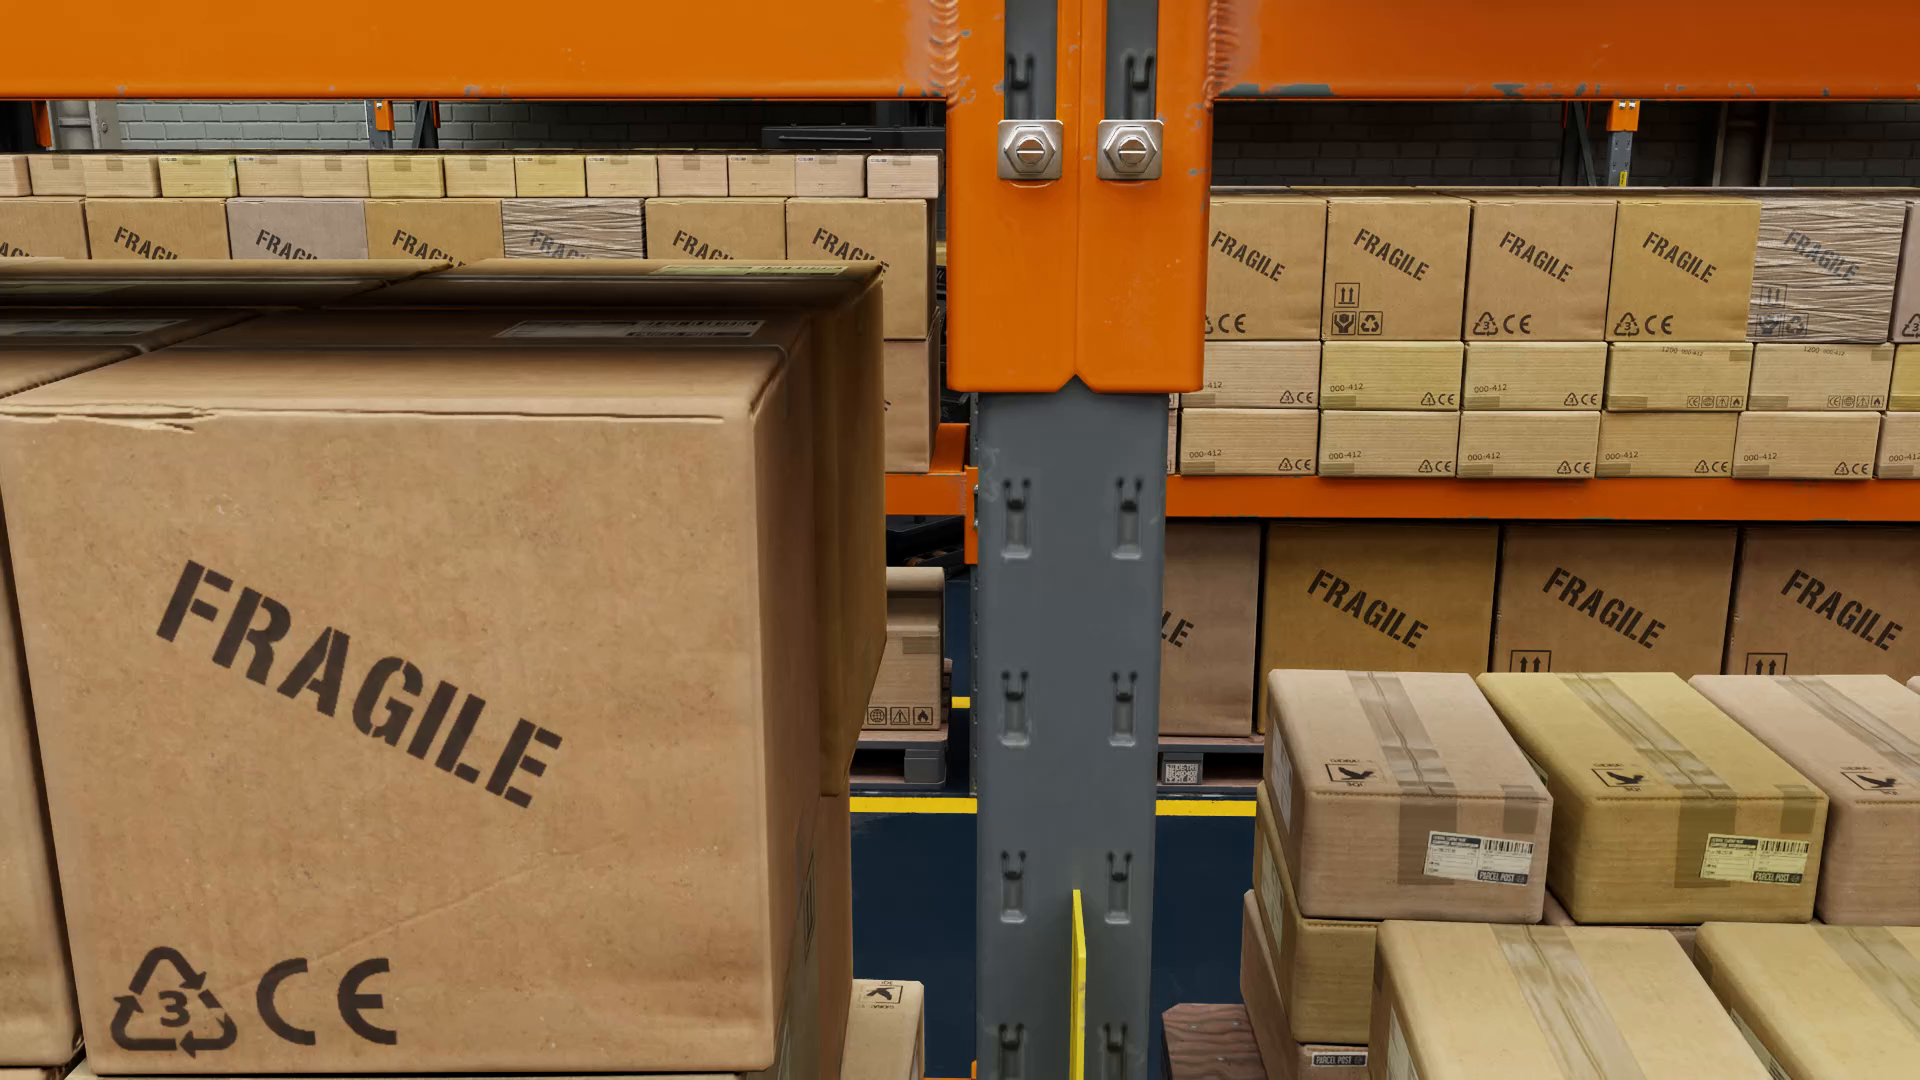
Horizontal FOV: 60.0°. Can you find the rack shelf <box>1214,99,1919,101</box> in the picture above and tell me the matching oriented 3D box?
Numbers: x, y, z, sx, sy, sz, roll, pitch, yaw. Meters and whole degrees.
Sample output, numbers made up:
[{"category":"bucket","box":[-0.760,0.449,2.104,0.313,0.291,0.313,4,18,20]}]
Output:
[{"category":"rack shelf","box":[2.113,-1.655,6.265,4.000,0.370,1.077,0,15,1]}]

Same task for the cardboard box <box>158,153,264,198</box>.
[{"category":"cardboard box","box":[-2.753,-1.353,6.160,0.250,0.149,0.380,0,15,0]}]

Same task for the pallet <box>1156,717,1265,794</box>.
[{"category":"pallet","box":[0.887,0.768,7.014,1.213,0.211,1.003,0,15,1]}]

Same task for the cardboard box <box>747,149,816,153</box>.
[{"category":"cardboard box","box":[-0.709,-1.468,6.597,0.250,0.149,0.380,0,15,1]}]

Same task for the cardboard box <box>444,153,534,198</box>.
[{"category":"cardboard box","box":[-1.725,-1.354,6.166,0.250,0.149,0.380,0,15,1]}]

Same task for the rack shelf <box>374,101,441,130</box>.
[{"category":"rack shelf","box":[-1.763,-2.947,11.161,4.000,0.370,1.077,0,15,1]}]

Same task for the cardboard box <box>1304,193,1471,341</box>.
[{"category":"cardboard box","box":[1.556,-1.021,6.175,0.500,0.500,0.500,0,15,0]}]

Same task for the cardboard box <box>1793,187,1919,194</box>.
[{"category":"cardboard box","box":[3.625,-1.137,6.614,0.500,0.500,0.500,0,15,0]}]

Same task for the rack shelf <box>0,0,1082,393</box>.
[{"category":"rack shelf","box":[-1.911,-0.418,1.576,4.000,0.370,1.077,0,15,1]}]

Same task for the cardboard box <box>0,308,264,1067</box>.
[{"category":"cardboard box","box":[-0.906,0.085,1.397,0.500,0.500,0.500,0,15,0]}]

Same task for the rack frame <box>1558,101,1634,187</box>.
[{"category":"rack frame","box":[4.235,-1.806,11.304,0.127,3.000,1.000,0,15,1]}]

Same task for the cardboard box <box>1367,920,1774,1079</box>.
[{"category":"cardboard box","box":[0.470,0.448,1.266,0.250,0.149,0.380,1,15,4]}]

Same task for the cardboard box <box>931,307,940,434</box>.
[{"category":"cardboard box","box":[-0.349,-0.684,6.857,0.500,0.500,0.500,1,15,3]}]

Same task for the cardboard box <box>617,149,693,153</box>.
[{"category":"cardboard box","box":[-1.221,-1.494,6.697,0.250,0.149,0.380,0,15,0]}]

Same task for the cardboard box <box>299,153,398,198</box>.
[{"category":"cardboard box","box":[-2.241,-1.352,6.158,0.250,0.149,0.380,1,15,2]}]

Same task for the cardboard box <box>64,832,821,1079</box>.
[{"category":"cardboard box","box":[-0.403,0.574,1.506,0.500,0.500,0.500,0,15,2]}]

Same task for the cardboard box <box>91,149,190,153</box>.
[{"category":"cardboard box","box":[-3.267,-1.491,6.682,0.250,0.149,0.380,1,15,2]}]

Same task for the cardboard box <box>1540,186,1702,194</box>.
[{"category":"cardboard box","box":[2.612,-1.145,6.645,0.500,0.500,0.500,1,15,3]}]

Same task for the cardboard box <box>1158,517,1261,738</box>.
[{"category":"cardboard box","box":[0.735,0.242,6.884,0.875,0.875,0.875,1,15,3]}]

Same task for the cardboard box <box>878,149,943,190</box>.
[{"category":"cardboard box","box":[-0.196,-1.480,6.640,0.250,0.149,0.380,0,15,1]}]

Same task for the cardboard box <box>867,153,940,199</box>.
[{"category":"cardboard box","box":[-0.203,-1.332,6.082,0.250,0.149,0.380,0,15,0]}]

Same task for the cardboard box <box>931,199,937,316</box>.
[{"category":"cardboard box","box":[-0.357,-1.163,6.710,0.500,0.500,0.500,0,15,2]}]

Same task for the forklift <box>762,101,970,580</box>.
[{"category":"forklift","box":[-0.417,-1.299,9.517,1.130,2.935,3.031,13,20,40]}]

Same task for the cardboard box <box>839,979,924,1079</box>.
[{"category":"cardboard box","box":[-0.187,0.733,2.173,0.250,0.149,0.380,1,15,3]}]

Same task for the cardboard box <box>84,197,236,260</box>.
[{"category":"cardboard box","box":[-2.896,-1.046,6.270,0.500,0.500,0.500,0,15,0]}]

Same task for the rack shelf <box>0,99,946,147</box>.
[{"category":"rack shelf","box":[-1.886,-1.681,6.363,4.000,0.370,1.077,0,15,1]}]

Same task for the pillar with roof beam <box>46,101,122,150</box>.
[{"category":"pillar with roof beam","box":[-6.545,-3.908,7.513,0.400,9.000,9.100,0,15,1]}]

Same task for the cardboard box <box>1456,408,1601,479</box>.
[{"category":"cardboard box","box":[2.075,-0.407,6.297,0.500,0.250,0.500,0,15,1]}]

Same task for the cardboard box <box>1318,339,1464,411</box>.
[{"category":"cardboard box","box":[1.572,-0.654,6.253,0.500,0.250,0.500,1,15,2]}]

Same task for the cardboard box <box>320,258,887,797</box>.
[{"category":"cardboard box","box":[-0.357,-0.044,1.886,0.500,0.500,0.500,1,15,3]}]

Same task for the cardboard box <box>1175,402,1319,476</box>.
[{"category":"cardboard box","box":[1.064,-0.420,6.347,0.500,0.250,0.500,0,15,0]}]

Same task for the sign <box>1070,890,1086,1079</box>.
[{"category":"sign","box":[0.082,0.417,1.182,0.005,0.325,0.100,0,15,1]}]

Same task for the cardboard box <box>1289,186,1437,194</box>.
[{"category":"cardboard box","box":[1.590,-1.149,6.659,0.500,0.500,0.500,1,15,3]}]

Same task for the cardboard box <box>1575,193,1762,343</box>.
[{"category":"cardboard box","box":[2.579,-1.014,6.149,0.500,0.500,0.500,0,15,1]}]

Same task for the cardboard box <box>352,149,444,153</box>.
[{"category":"cardboard box","box":[-2.244,-1.492,6.687,0.250,0.149,0.380,1,15,3]}]

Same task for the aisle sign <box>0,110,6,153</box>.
[{"category":"aisle sign","box":[-3.949,-1.928,6.673,0.004,0.787,0.394,0,15,1]}]

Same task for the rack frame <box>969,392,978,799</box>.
[{"category":"rack frame","box":[0.113,-0.566,6.605,0.127,3.000,1.000,0,15,1]}]

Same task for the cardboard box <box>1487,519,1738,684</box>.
[{"category":"cardboard box","box":[2.532,0.252,6.847,0.875,0.875,0.875,1,15,2]}]

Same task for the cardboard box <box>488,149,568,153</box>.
[{"category":"cardboard box","box":[-1.718,-1.494,6.696,0.250,0.149,0.380,0,15,2]}]

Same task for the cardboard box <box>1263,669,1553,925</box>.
[{"category":"cardboard box","box":[0.494,0.281,1.899,0.250,0.149,0.380,1,15,4]}]

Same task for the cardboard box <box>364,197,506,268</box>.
[{"category":"cardboard box","box":[-1.883,-1.042,6.253,0.500,0.500,0.500,0,15,2]}]

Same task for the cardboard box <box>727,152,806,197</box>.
[{"category":"cardboard box","box":[-0.712,-1.366,6.209,0.250,0.149,0.380,0,15,1]}]

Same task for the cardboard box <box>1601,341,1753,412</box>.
[{"category":"cardboard box","box":[2.596,-0.648,6.230,0.500,0.250,0.500,0,15,0]}]

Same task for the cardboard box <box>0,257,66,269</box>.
[{"category":"cardboard box","box":[-1.378,-0.054,1.926,0.500,0.500,0.500,1,15,2]}]

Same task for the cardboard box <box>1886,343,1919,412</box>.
[{"category":"cardboard box","box":[3.621,-0.647,6.228,0.500,0.250,0.500,0,15,1]}]

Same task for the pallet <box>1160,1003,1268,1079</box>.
[{"category":"pallet","box":[0.848,0.832,1.683,1.213,0.211,1.003,0,15,1]}]

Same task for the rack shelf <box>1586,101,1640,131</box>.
[{"category":"rack shelf","box":[6.234,-2.895,10.964,4.000,0.370,1.077,0,15,1]}]

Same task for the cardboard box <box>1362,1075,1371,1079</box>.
[{"category":"cardboard box","box":[0.470,0.592,1.304,0.250,0.149,0.380,1,15,2]}]

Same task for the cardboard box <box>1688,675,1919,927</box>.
[{"category":"cardboard box","box":[1.021,0.284,1.885,0.250,0.149,0.380,0,15,0]}]

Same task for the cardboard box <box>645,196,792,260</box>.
[{"category":"cardboard box","box":[-0.872,-1.036,6.230,0.500,0.500,0.500,0,15,1]}]

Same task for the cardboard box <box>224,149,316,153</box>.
[{"category":"cardboard box","box":[-2.756,-1.498,6.711,0.250,0.149,0.380,1,15,3]}]

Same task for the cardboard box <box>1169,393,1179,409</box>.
[{"category":"cardboard box","box":[0.546,-0.660,6.277,0.500,0.250,0.500,0,15,0]}]

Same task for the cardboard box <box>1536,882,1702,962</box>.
[{"category":"cardboard box","box":[0.754,0.425,1.934,0.250,0.149,0.380,0,15,2]}]

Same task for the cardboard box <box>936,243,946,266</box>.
[{"category":"cardboard box","box":[-0.279,-1.844,11.161,0.500,0.250,0.500,1,15,3]}]

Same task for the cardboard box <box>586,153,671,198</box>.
[{"category":"cardboard box","box":[-1.217,-1.355,6.169,0.250,0.149,0.380,0,15,1]}]

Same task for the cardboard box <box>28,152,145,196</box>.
[{"category":"cardboard box","box":[-3.274,-1.381,6.267,0.250,0.149,0.380,1,15,3]}]

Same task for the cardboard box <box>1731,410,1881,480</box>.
[{"category":"cardboard box","box":[3.089,-0.404,6.284,0.500,0.250,0.500,1,15,2]}]

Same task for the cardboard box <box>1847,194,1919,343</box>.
[{"category":"cardboard box","box":[3.588,-1.008,6.126,0.500,0.500,0.500,0,15,0]}]
